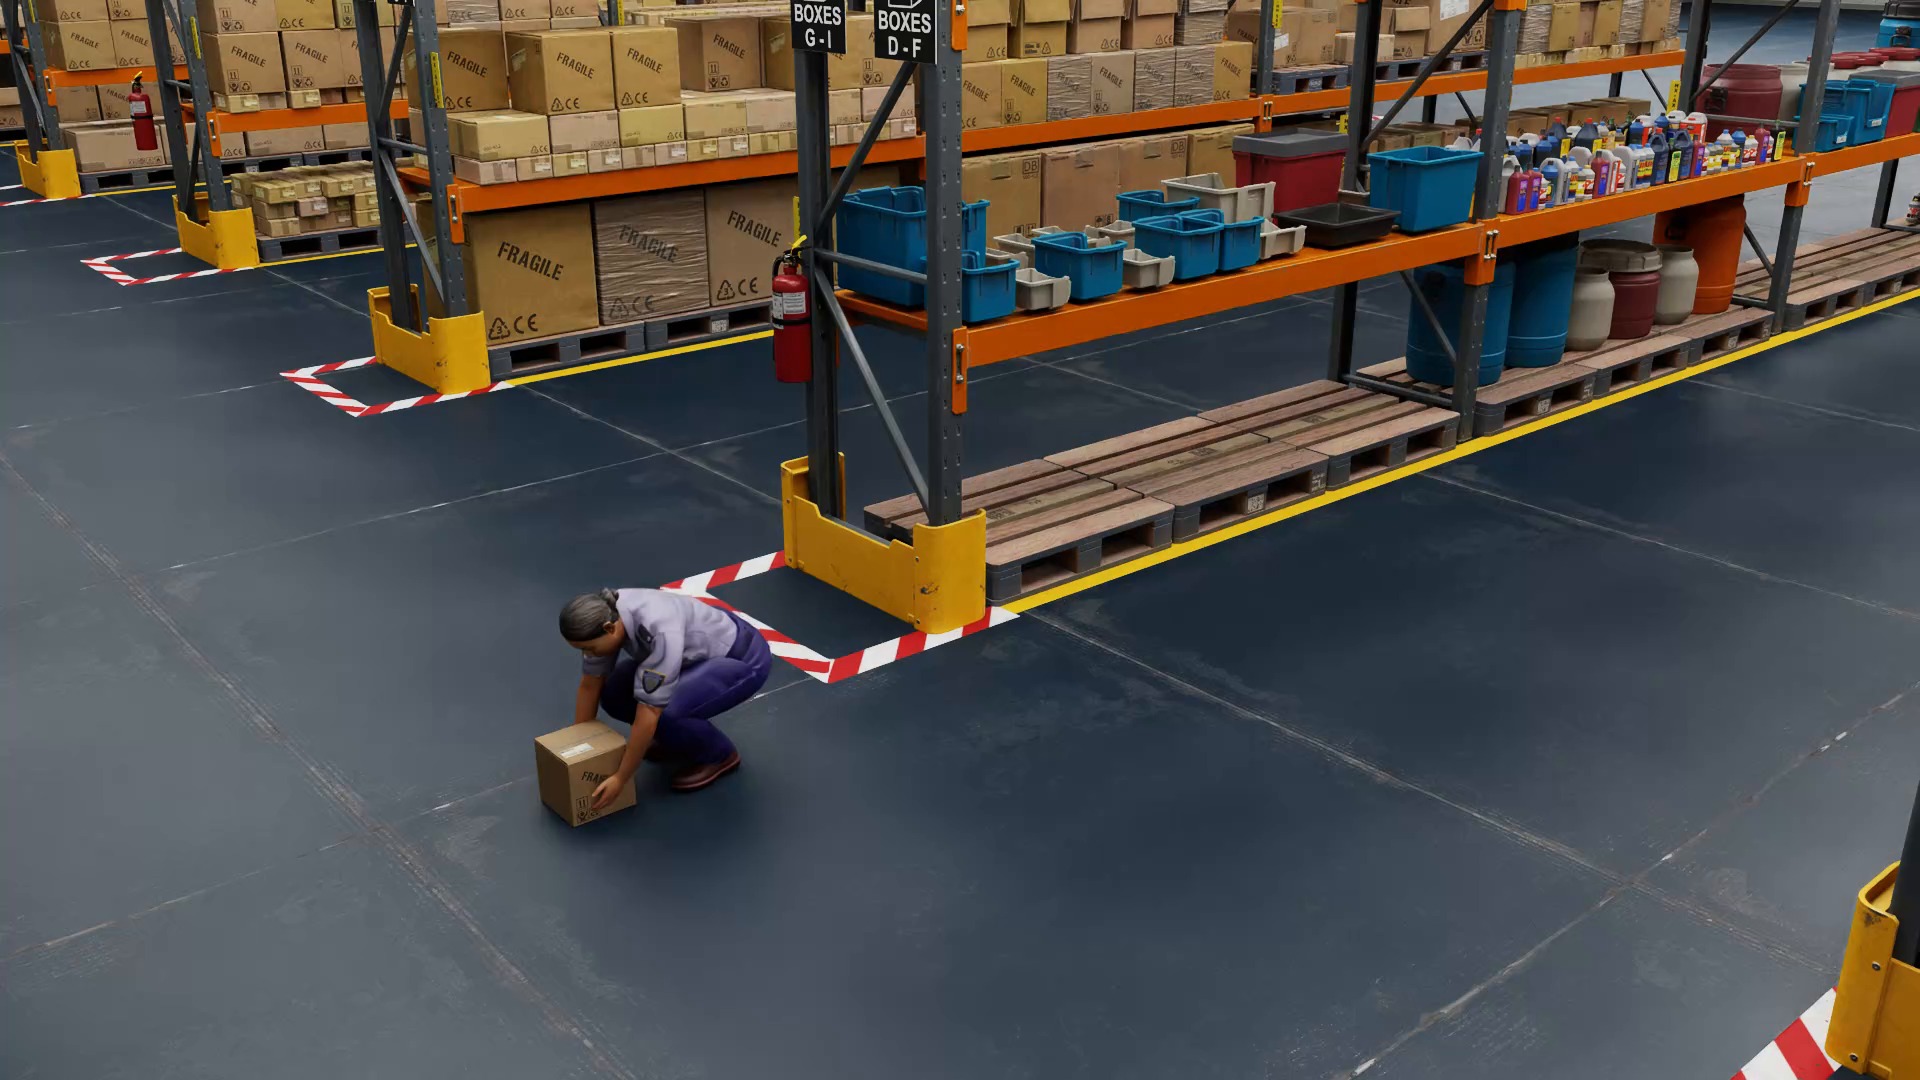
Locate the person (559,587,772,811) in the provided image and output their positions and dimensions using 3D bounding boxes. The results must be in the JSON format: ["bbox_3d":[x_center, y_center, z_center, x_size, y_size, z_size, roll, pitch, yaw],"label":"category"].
[{"bbox_3d":[-1.074,0.482,6.018,0.823,0.822,0.520,-17,27,-37],"label":"person"}]
